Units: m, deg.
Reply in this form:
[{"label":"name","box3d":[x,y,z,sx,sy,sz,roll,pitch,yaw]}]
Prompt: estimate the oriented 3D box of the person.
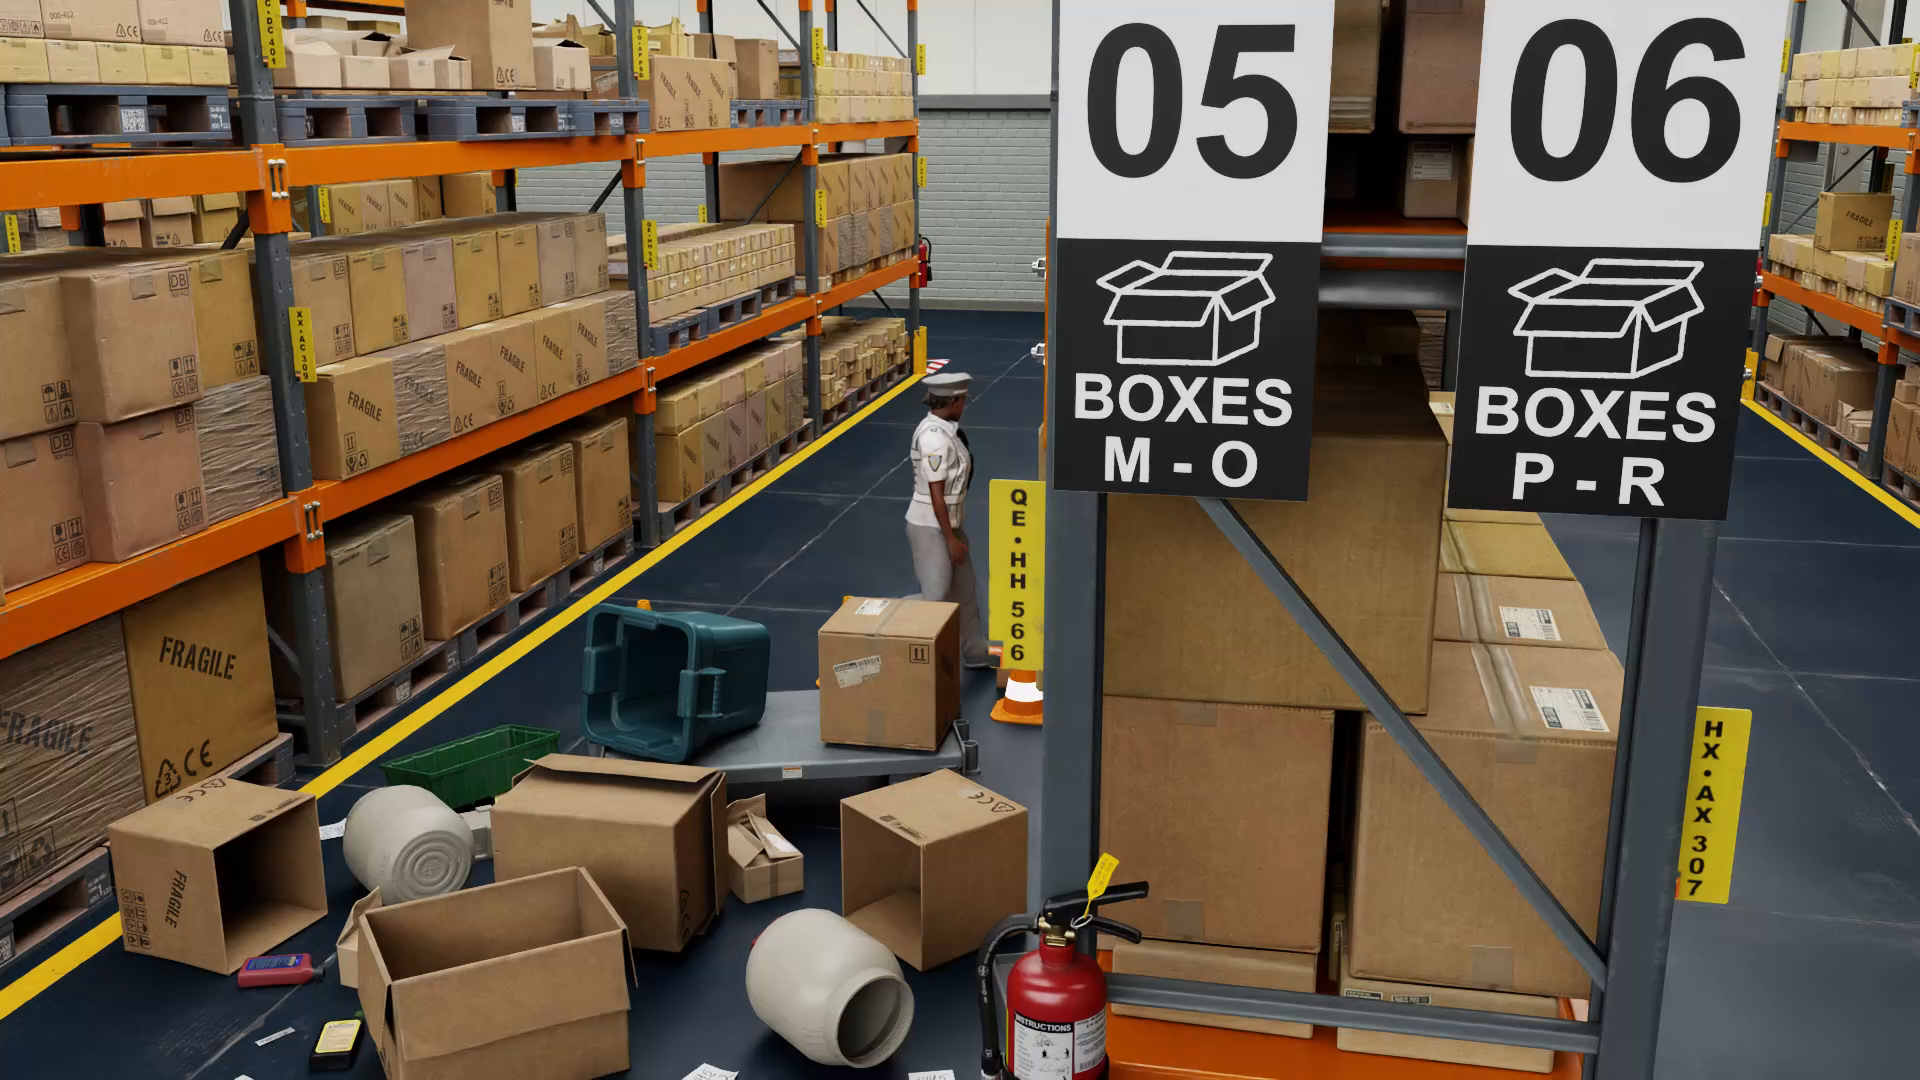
[{"label":"person","box3d":[-0.133,-0.054,8.743,0.834,1.634,0.603,3,15,9]}]
